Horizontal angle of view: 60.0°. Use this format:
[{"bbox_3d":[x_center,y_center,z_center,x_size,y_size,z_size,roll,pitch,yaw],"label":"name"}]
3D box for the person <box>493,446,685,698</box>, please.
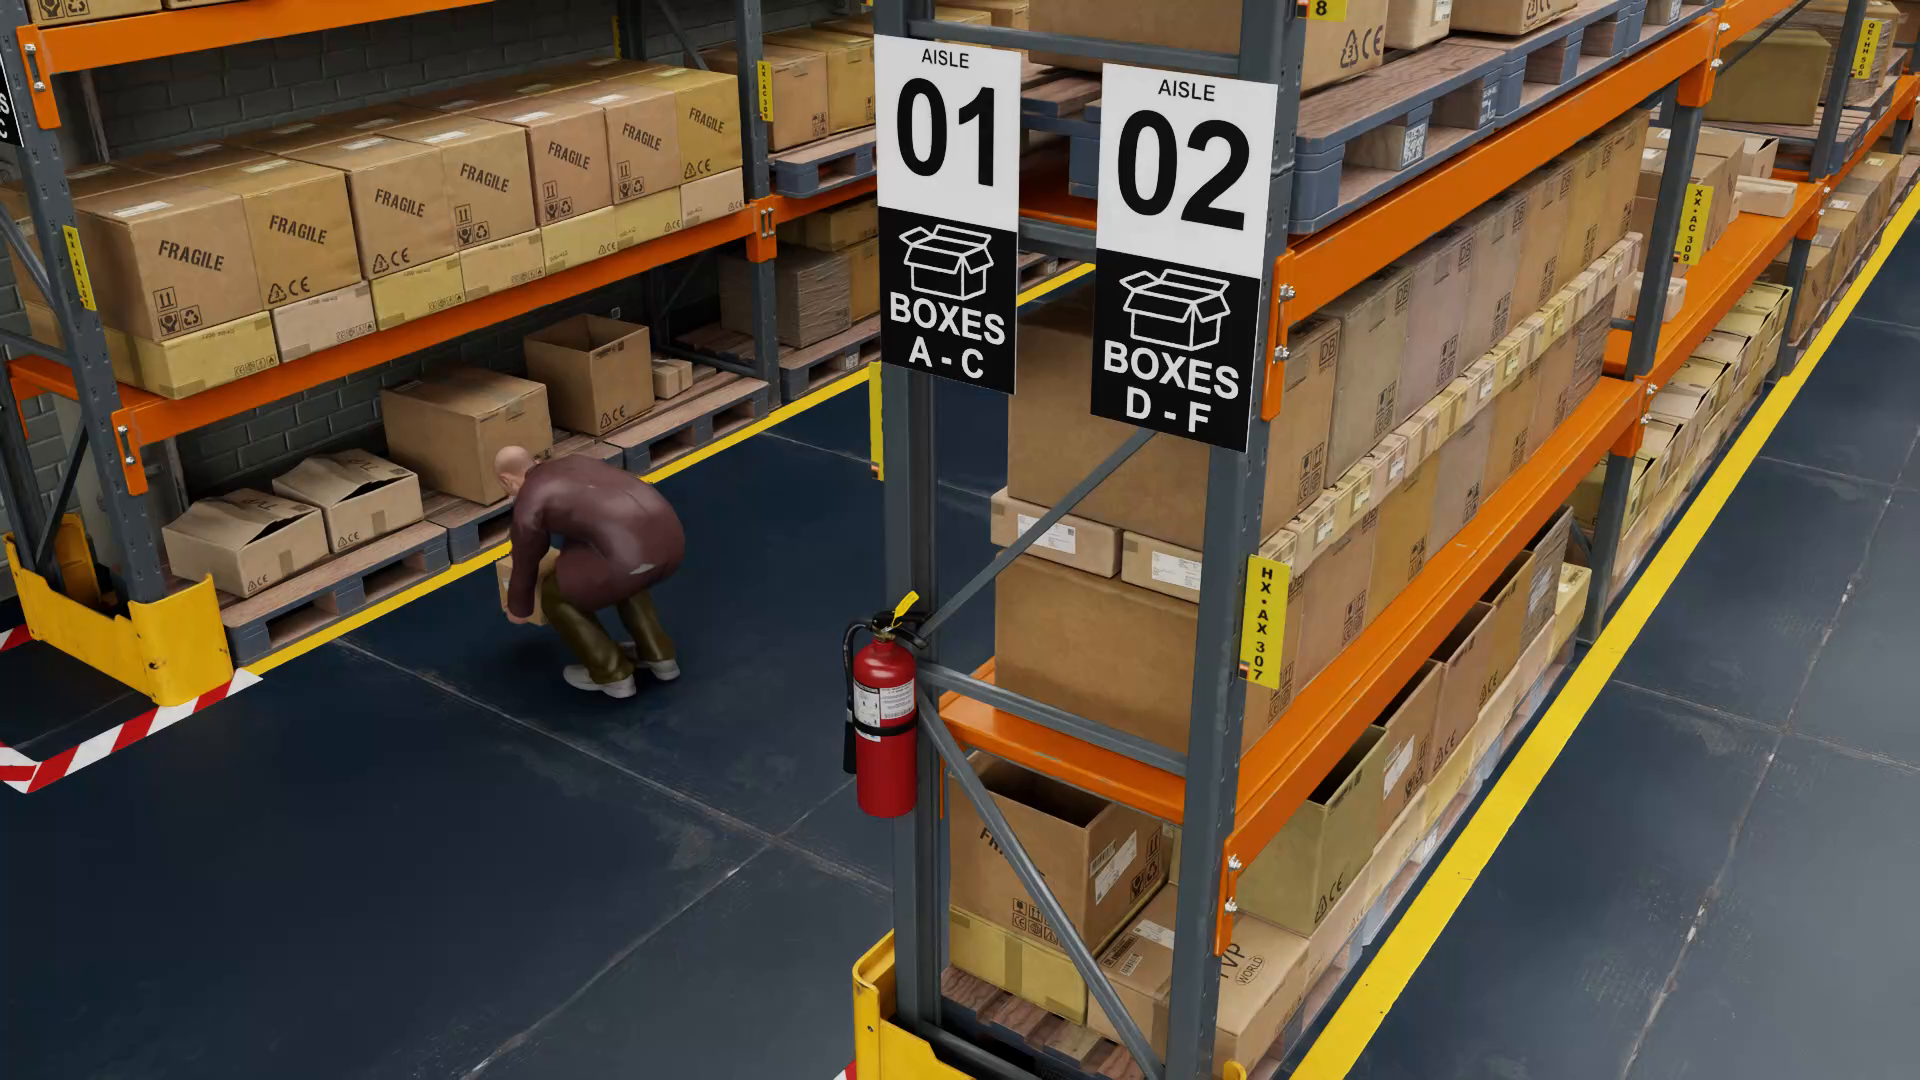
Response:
[{"bbox_3d":[-1.601,0.129,7.227,0.935,1.014,0.587,16,31,28],"label":"person"}]
